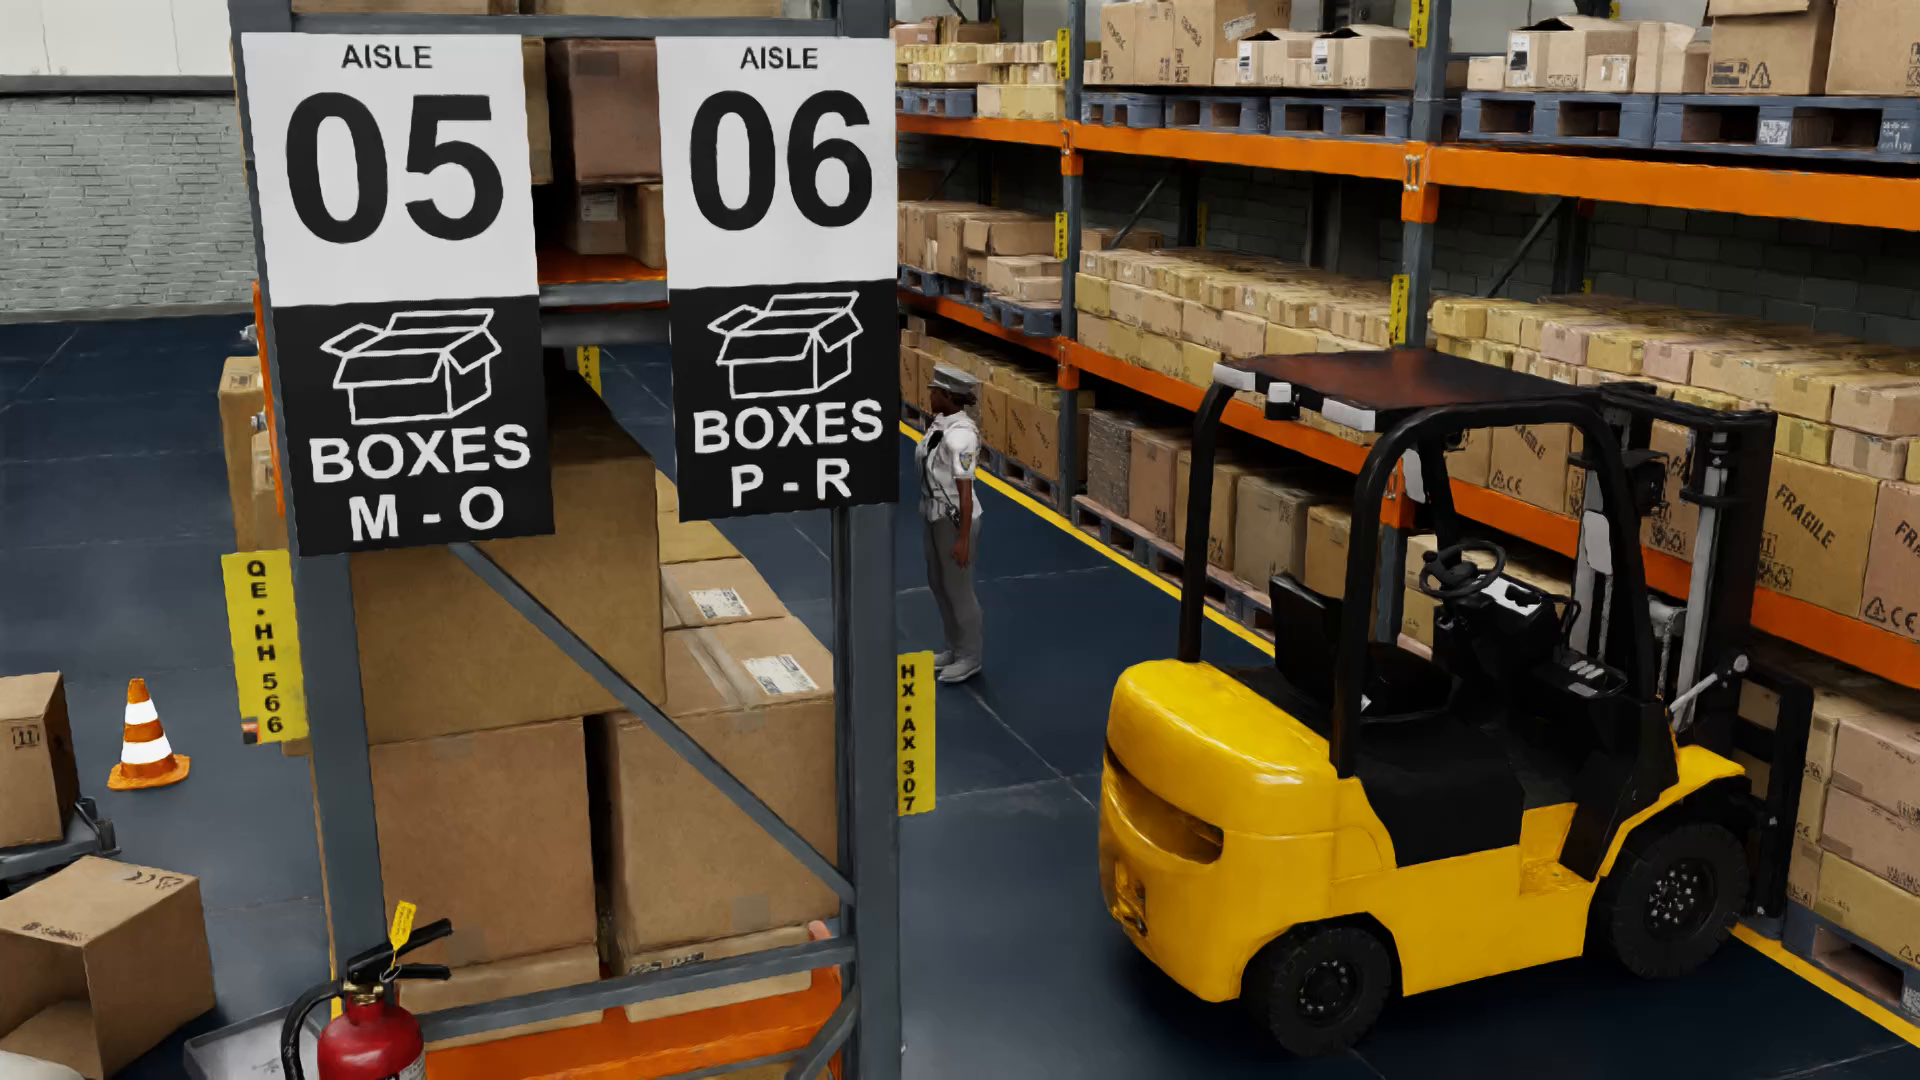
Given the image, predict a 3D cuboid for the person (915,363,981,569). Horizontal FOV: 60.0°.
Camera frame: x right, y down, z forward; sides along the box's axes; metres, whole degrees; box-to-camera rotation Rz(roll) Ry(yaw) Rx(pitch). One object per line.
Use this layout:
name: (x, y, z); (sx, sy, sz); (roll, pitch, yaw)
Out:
person: (-0.049, -0.403, 8.663); (0.319, 1.013, 0.563); (-5, 16, -16)
